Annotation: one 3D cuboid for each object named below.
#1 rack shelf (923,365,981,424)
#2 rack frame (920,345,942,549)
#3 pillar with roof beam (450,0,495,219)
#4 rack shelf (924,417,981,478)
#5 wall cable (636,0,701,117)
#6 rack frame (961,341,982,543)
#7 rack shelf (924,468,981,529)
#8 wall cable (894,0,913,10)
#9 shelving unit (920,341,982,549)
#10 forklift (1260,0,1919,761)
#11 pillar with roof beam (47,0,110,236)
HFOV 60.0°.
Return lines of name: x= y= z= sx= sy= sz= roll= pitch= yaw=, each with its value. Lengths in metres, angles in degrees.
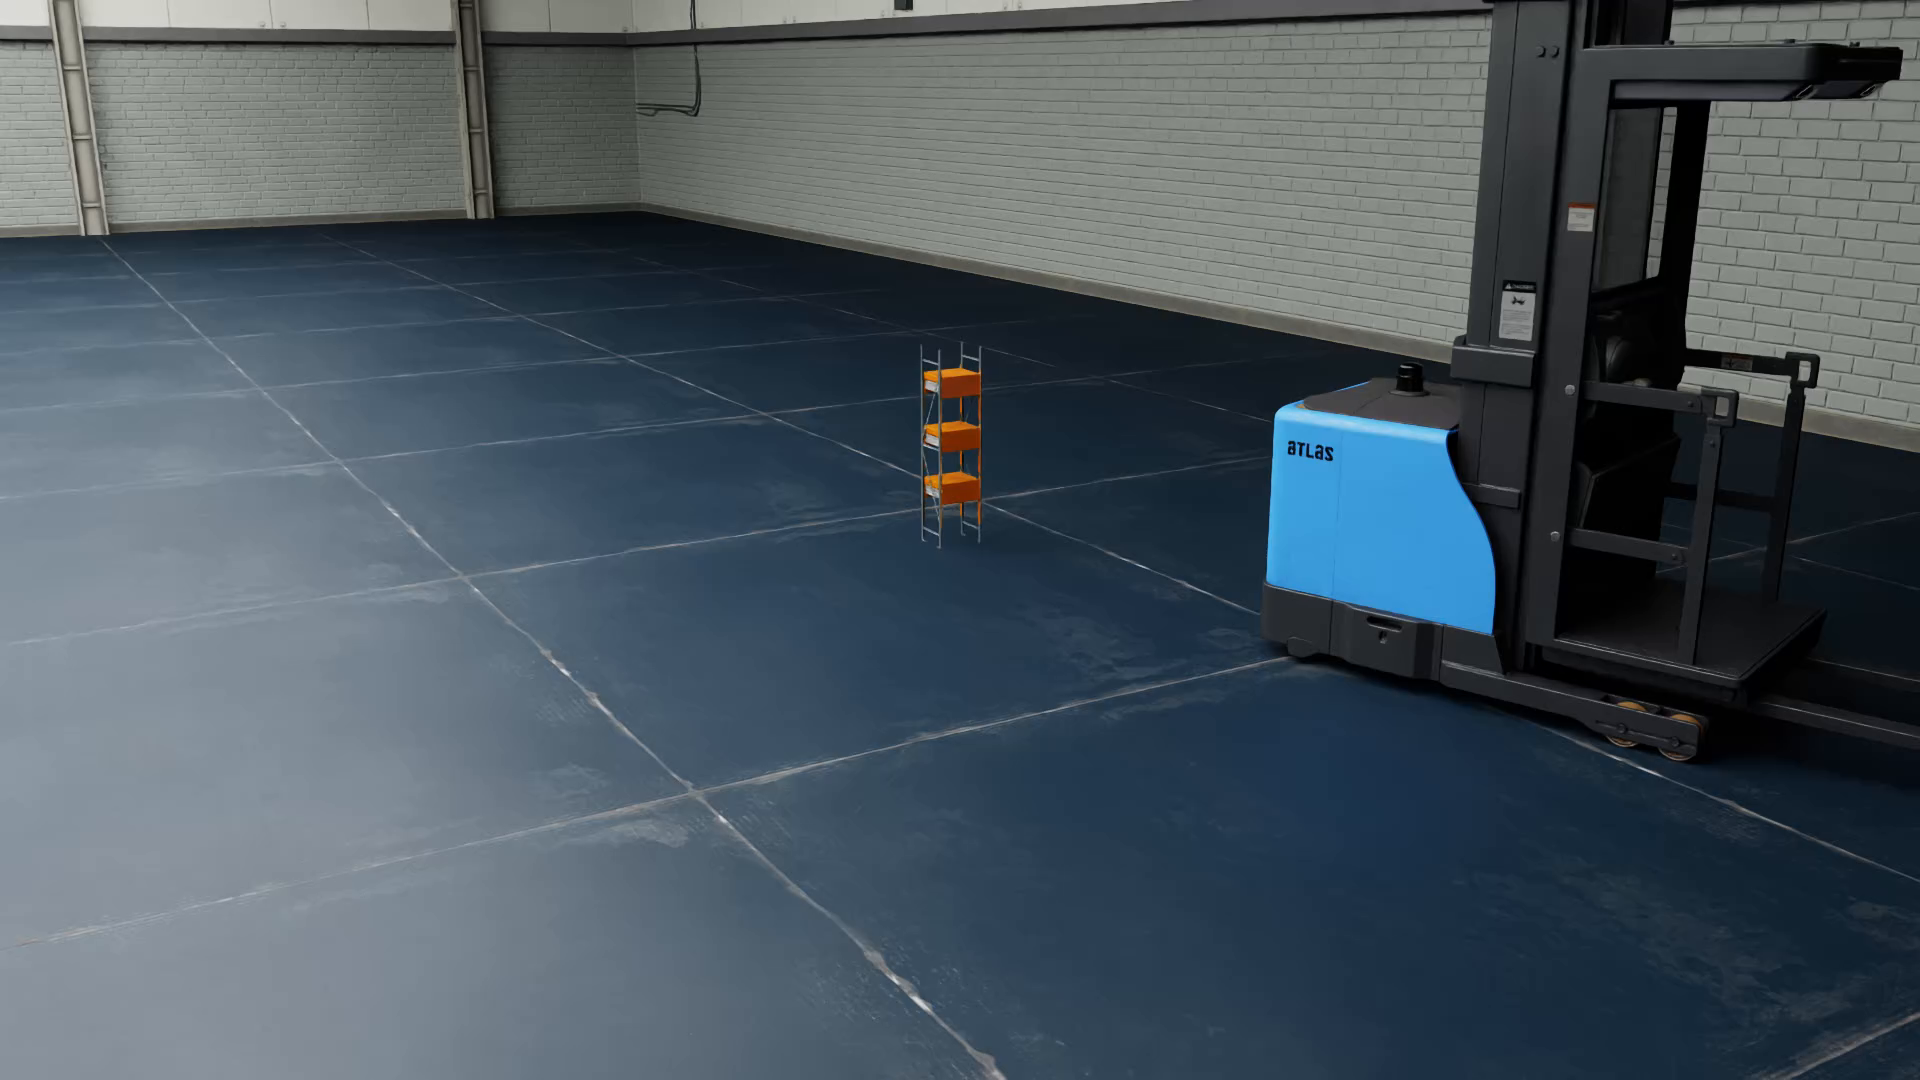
rack shelf: x=-0.046 y=-0.761 z=8.668 sx=0.240 sy=0.259 sz=0.215 roll=-9 pitch=18 yaw=-30
rack frame: x=-0.150 y=-0.481 z=8.681 sx=0.008 sy=1.050 sz=0.200 roll=-9 pitch=18 yaw=-30
pillar with roof beam: x=-6.088 y=-8.919 z=24.055 sx=0.400 sy=9.000 sz=9.100 roll=-9 pitch=18 yaw=-30
rack shelf: x=-0.046 y=-0.488 z=8.744 sx=0.240 sy=0.259 sz=0.215 roll=-9 pitch=18 yaw=-30
wall cable: x=-5.099 y=-8.523 z=28.397 sx=0.112 sy=2.526 sz=3.097 roll=-9 pitch=18 yaw=-30
rack frame: x=0.059 y=-0.515 z=8.802 sx=0.008 sy=1.050 sz=0.200 roll=-9 pitch=18 yaw=-30
rack shelf: x=-0.046 y=-0.220 z=8.819 sx=0.240 sy=0.259 sz=0.215 roll=-9 pitch=18 yaw=-30
wall cable: x=-0.223 y=-9.457 z=19.675 sx=0.169 sy=6.003 sz=2.305 roll=-9 pitch=18 yaw=-30
shelving unit: x=-0.046 y=-0.498 z=8.742 sx=0.252 sy=1.050 sz=0.215 roll=-9 pitch=18 yaw=-30
forklift: x=2.740 y=-0.768 z=6.220 sx=3.031 sy=2.935 sz=1.130 roll=13 pitch=20 yaw=39
pillar with roof beam: x=-11.231 y=-8.085 z=21.080 sx=0.400 sy=9.000 sz=9.100 roll=-9 pitch=18 yaw=-30
